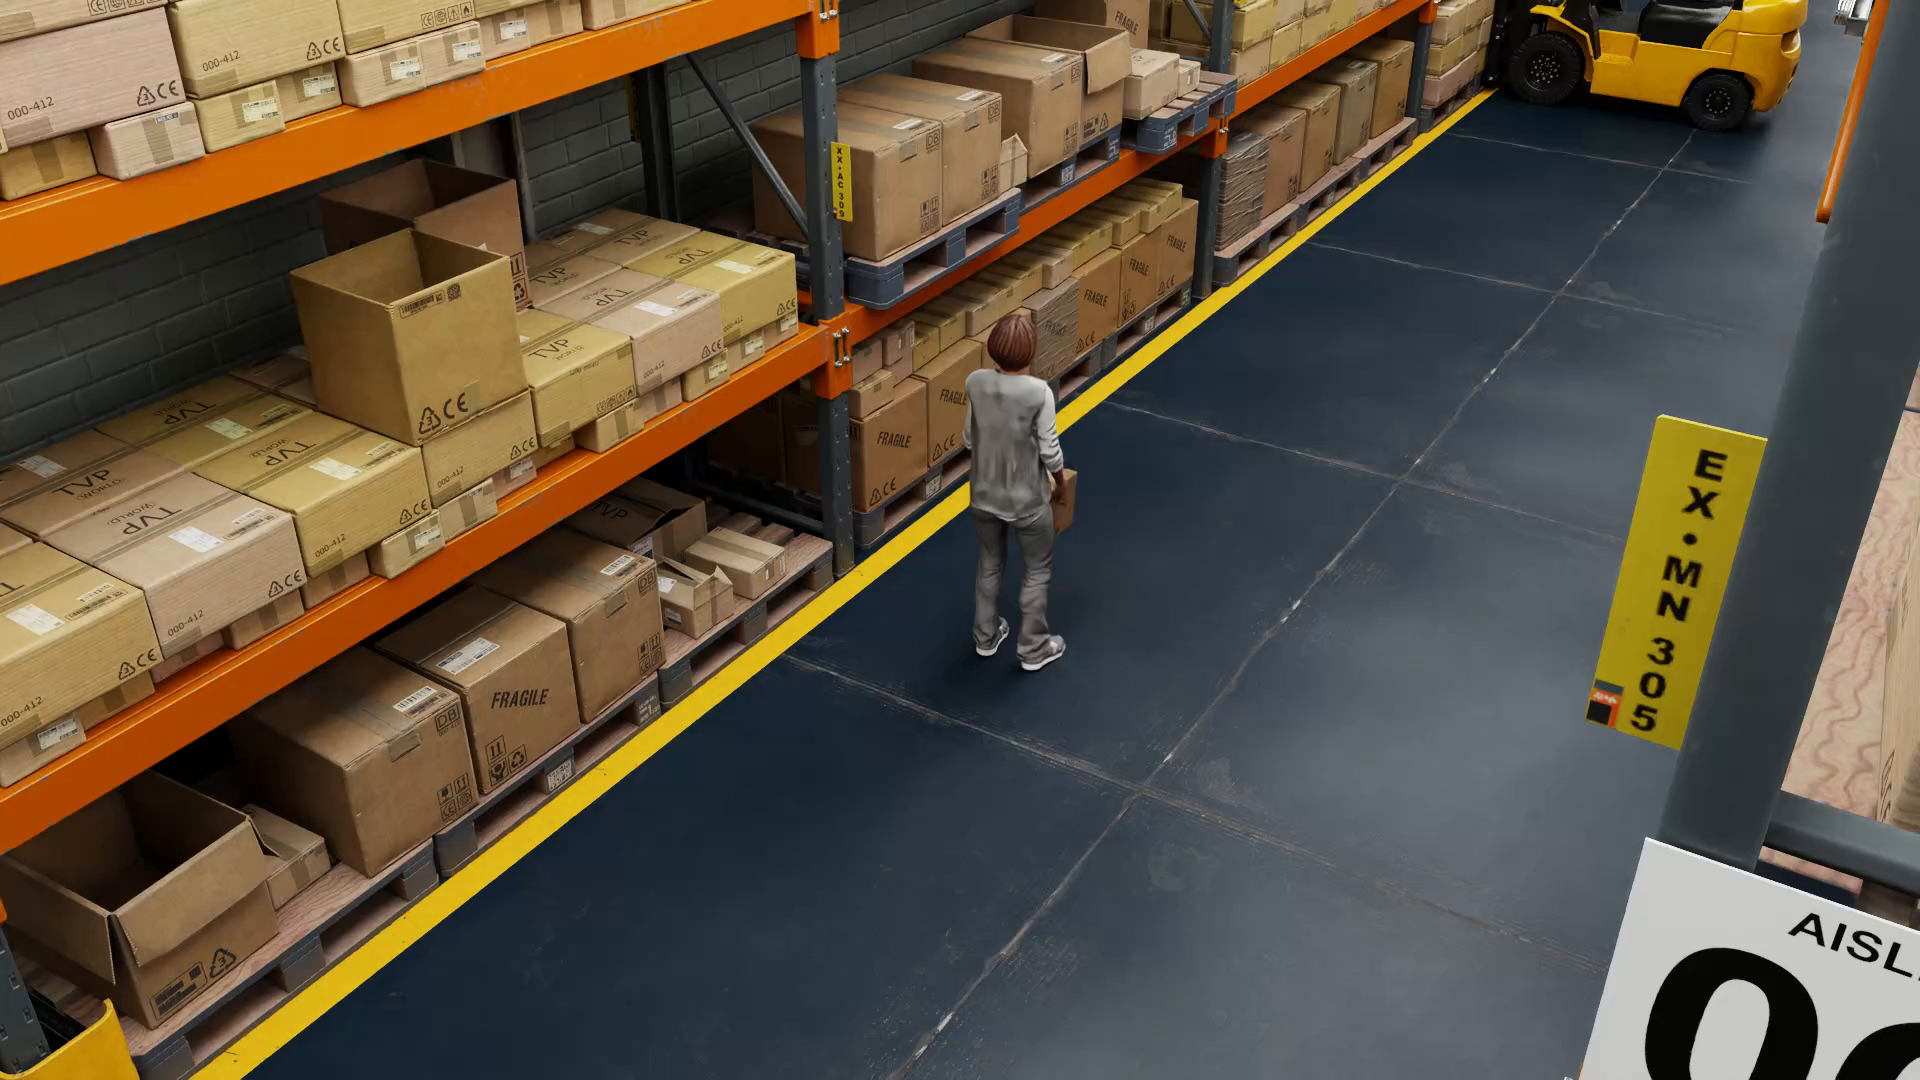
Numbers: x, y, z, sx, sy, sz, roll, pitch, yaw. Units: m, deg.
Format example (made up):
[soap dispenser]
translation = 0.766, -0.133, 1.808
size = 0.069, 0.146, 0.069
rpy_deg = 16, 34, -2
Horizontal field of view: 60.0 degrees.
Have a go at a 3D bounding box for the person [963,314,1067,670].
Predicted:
[person]
translation = 0.222, -0.191, 6.953
size = 0.446, 1.601, 0.359
rpy_deg = 15, 34, 24
